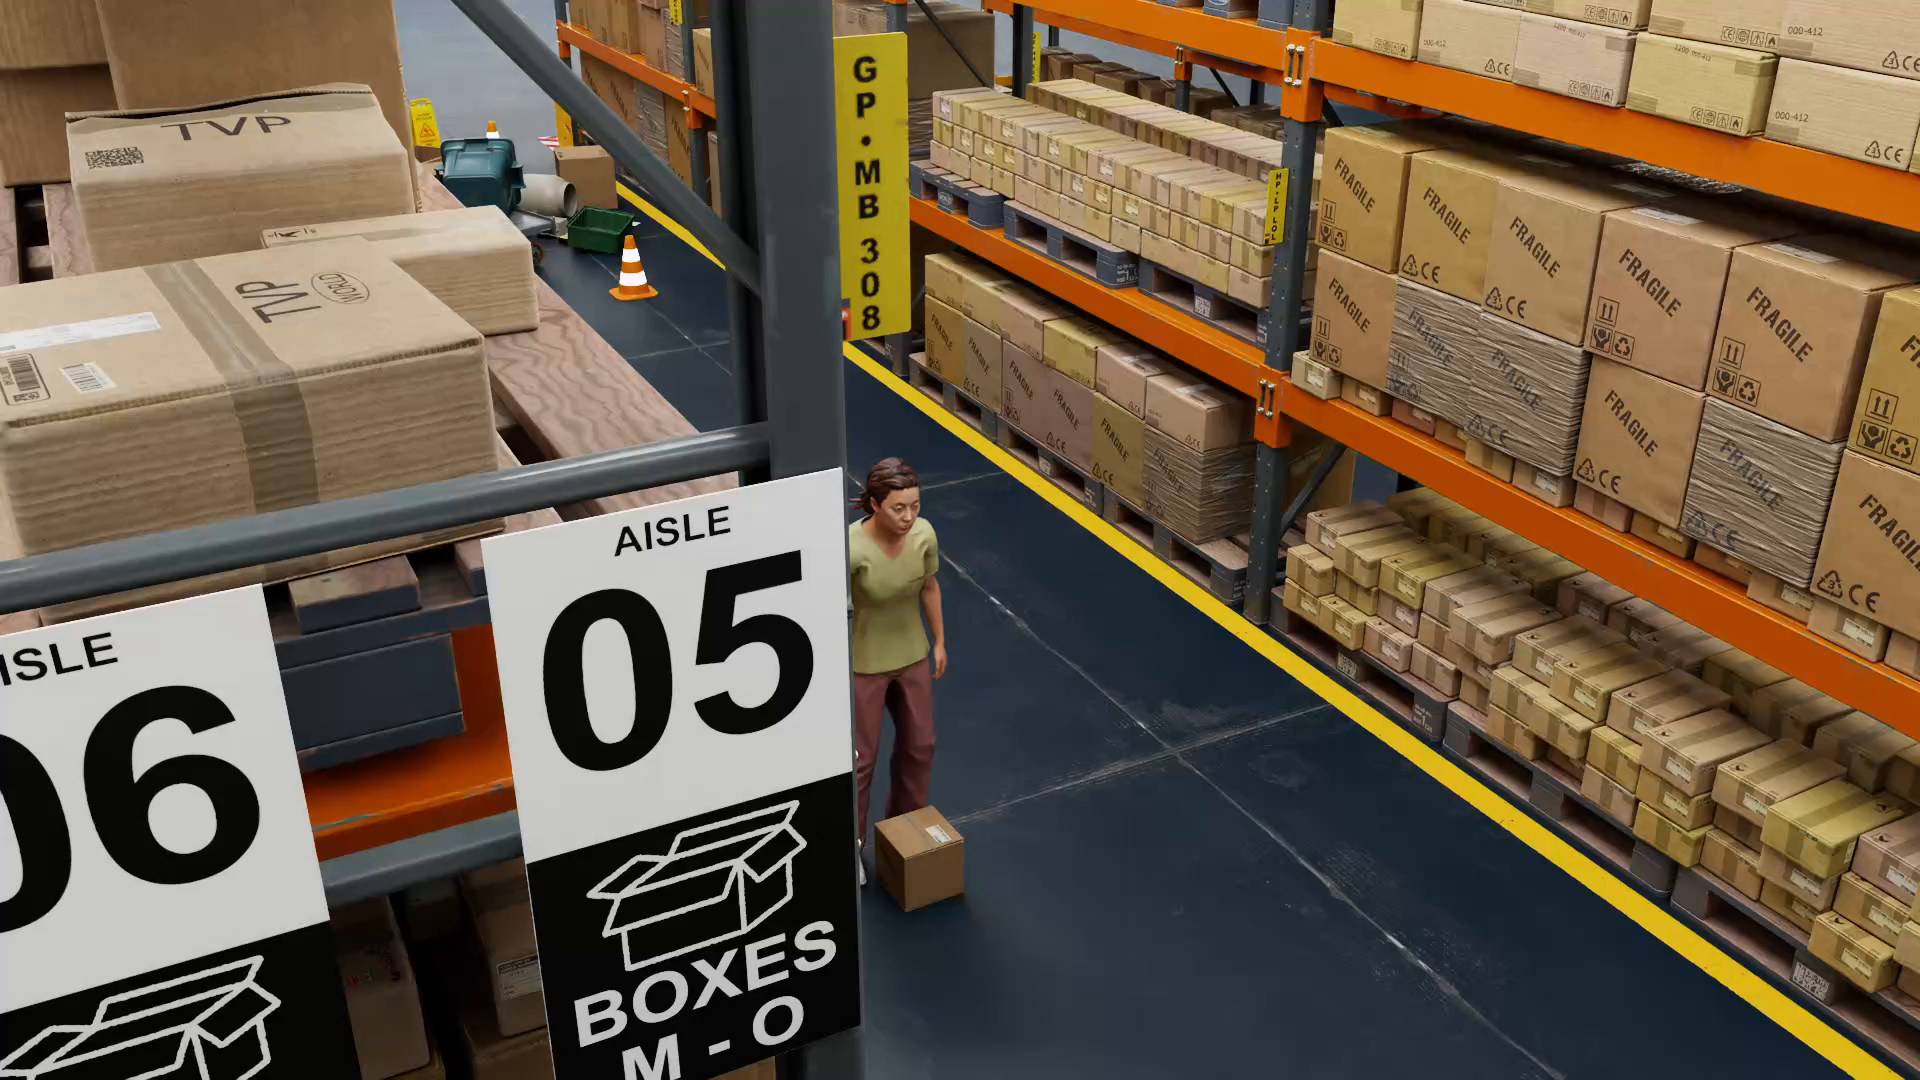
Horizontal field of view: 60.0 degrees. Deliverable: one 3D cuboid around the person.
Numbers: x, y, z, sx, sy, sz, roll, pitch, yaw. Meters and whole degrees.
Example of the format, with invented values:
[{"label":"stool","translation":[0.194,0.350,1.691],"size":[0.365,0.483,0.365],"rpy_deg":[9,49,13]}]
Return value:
[{"label":"person","translation":[-0.272,0.463,6.146],"size":[0.513,1.673,0.355],"rpy_deg":[-14,29,-27]}]
